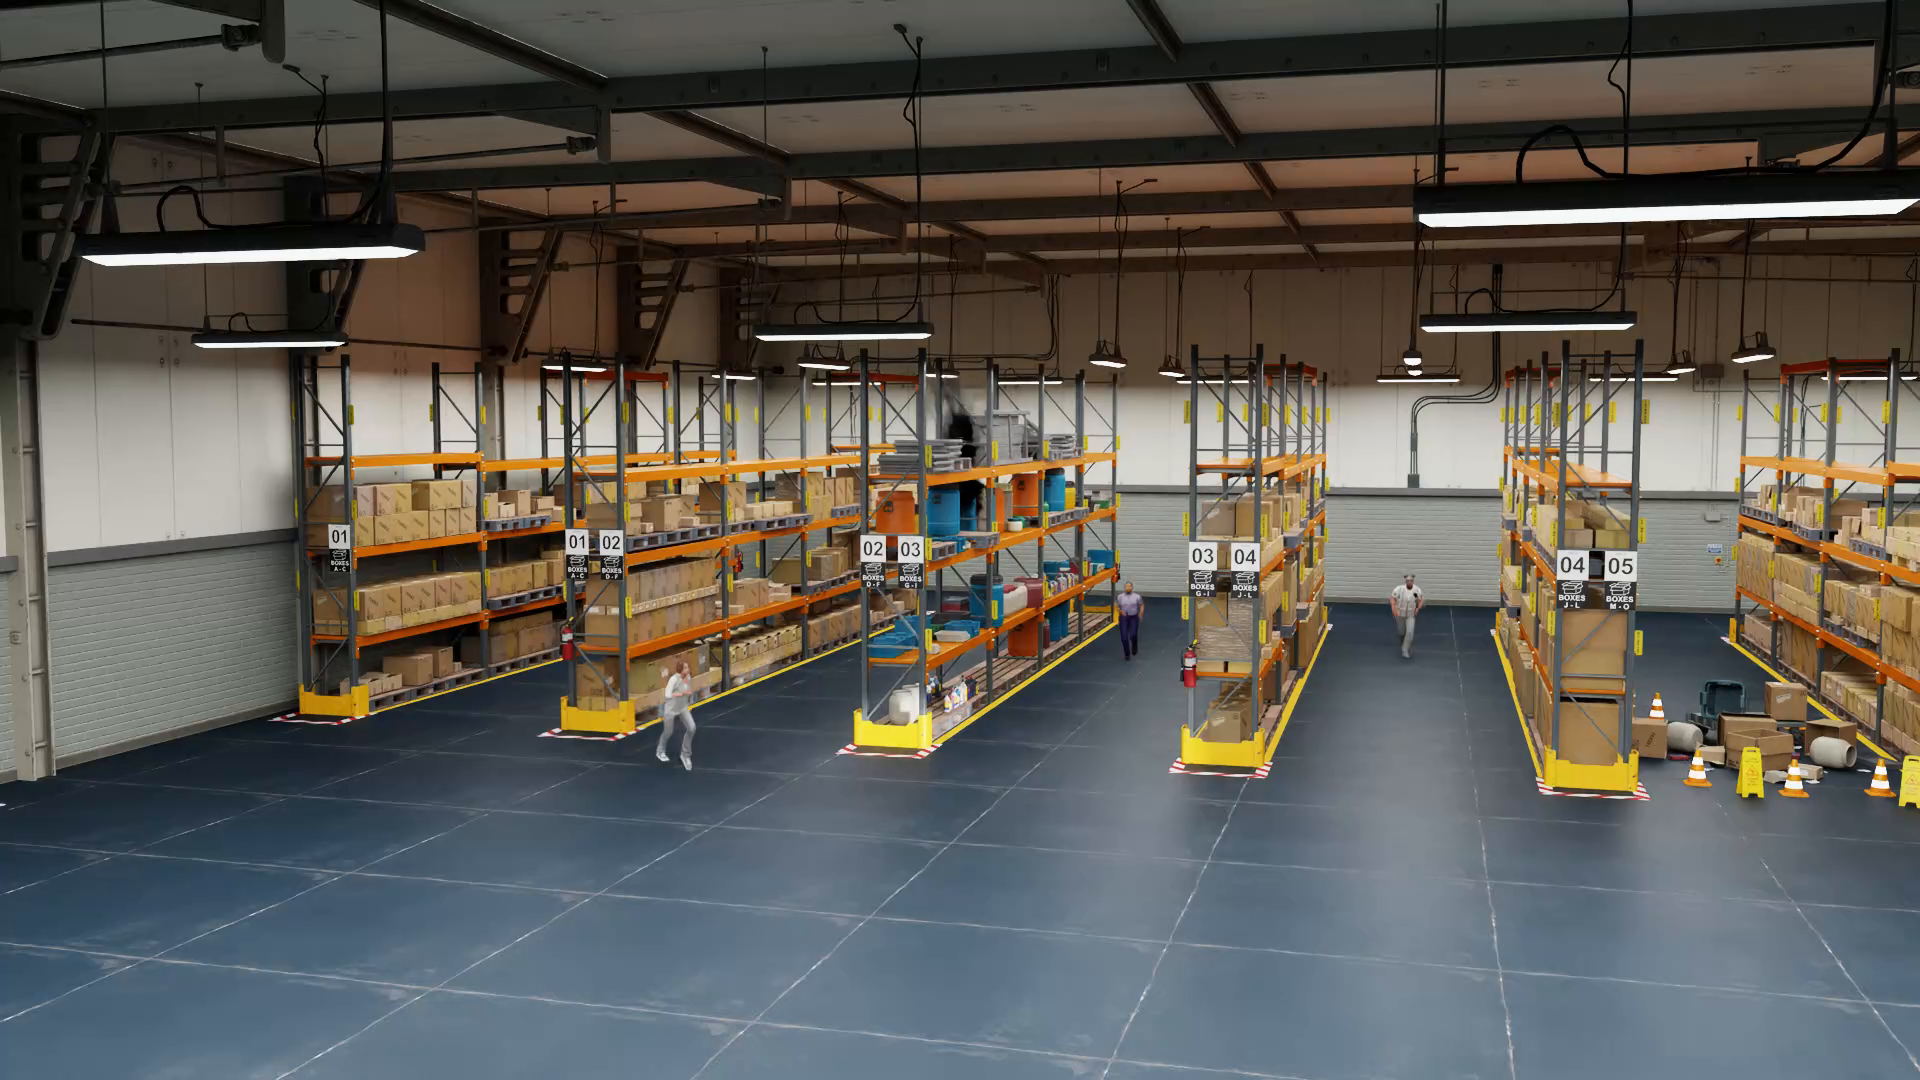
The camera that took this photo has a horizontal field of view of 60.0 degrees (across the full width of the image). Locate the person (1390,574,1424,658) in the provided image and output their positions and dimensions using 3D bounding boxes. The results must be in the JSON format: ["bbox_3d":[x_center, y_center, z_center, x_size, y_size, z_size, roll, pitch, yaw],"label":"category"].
[{"bbox_3d":[9.331,1.563,34.741,0.679,1.762,0.822,1,4,11],"label":"person"}]

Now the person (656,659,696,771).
[{"bbox_3d":[-4.039,2.453,23.556,0.527,1.580,0.865,-4,6,-43],"label":"person"}]

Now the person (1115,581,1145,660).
[{"bbox_3d":[3.462,1.655,34.007,0.600,1.608,0.538,1,4,9],"label":"person"}]
